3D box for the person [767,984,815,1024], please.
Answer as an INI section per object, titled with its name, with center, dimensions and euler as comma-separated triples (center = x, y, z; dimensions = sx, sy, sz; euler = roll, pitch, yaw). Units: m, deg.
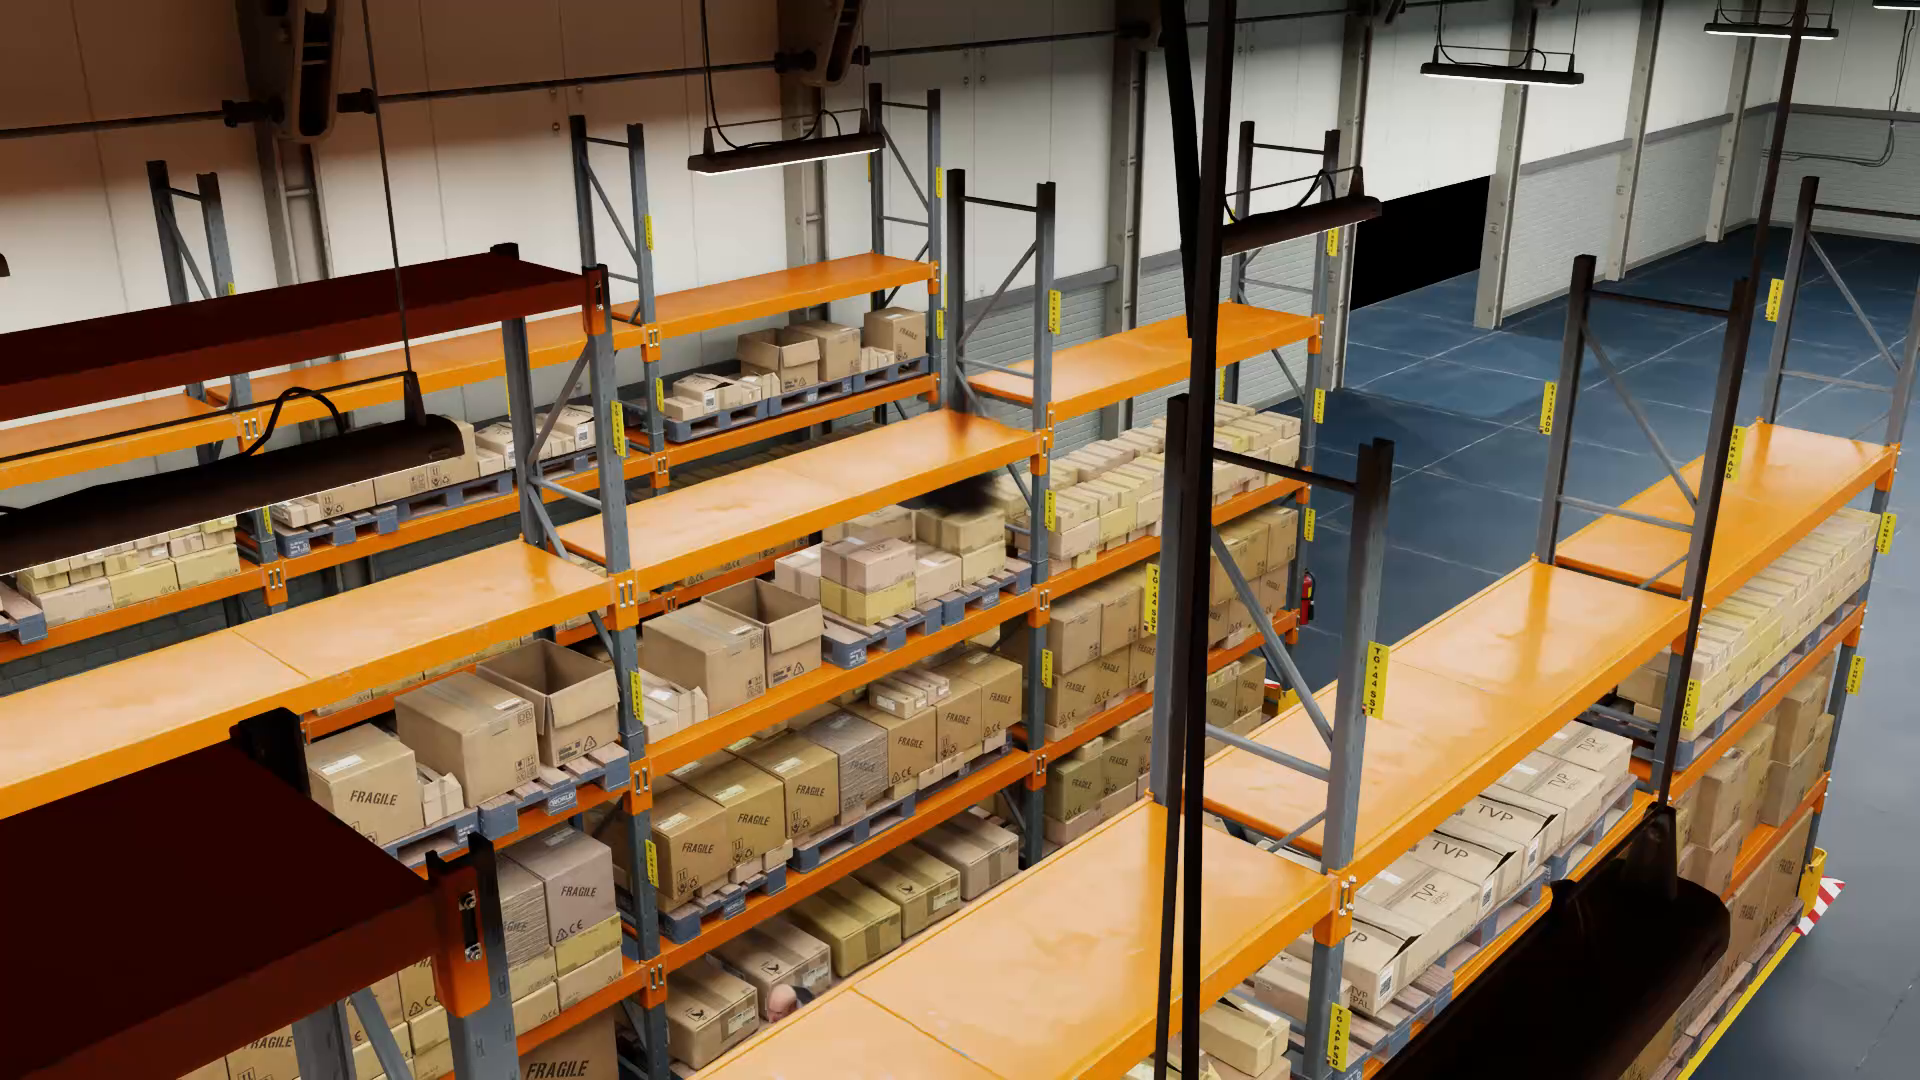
[person]
center = -0.802, 3.436, 10.968
dimensions = 1.053, 1.564, 0.666
euler = -15, 26, -34
